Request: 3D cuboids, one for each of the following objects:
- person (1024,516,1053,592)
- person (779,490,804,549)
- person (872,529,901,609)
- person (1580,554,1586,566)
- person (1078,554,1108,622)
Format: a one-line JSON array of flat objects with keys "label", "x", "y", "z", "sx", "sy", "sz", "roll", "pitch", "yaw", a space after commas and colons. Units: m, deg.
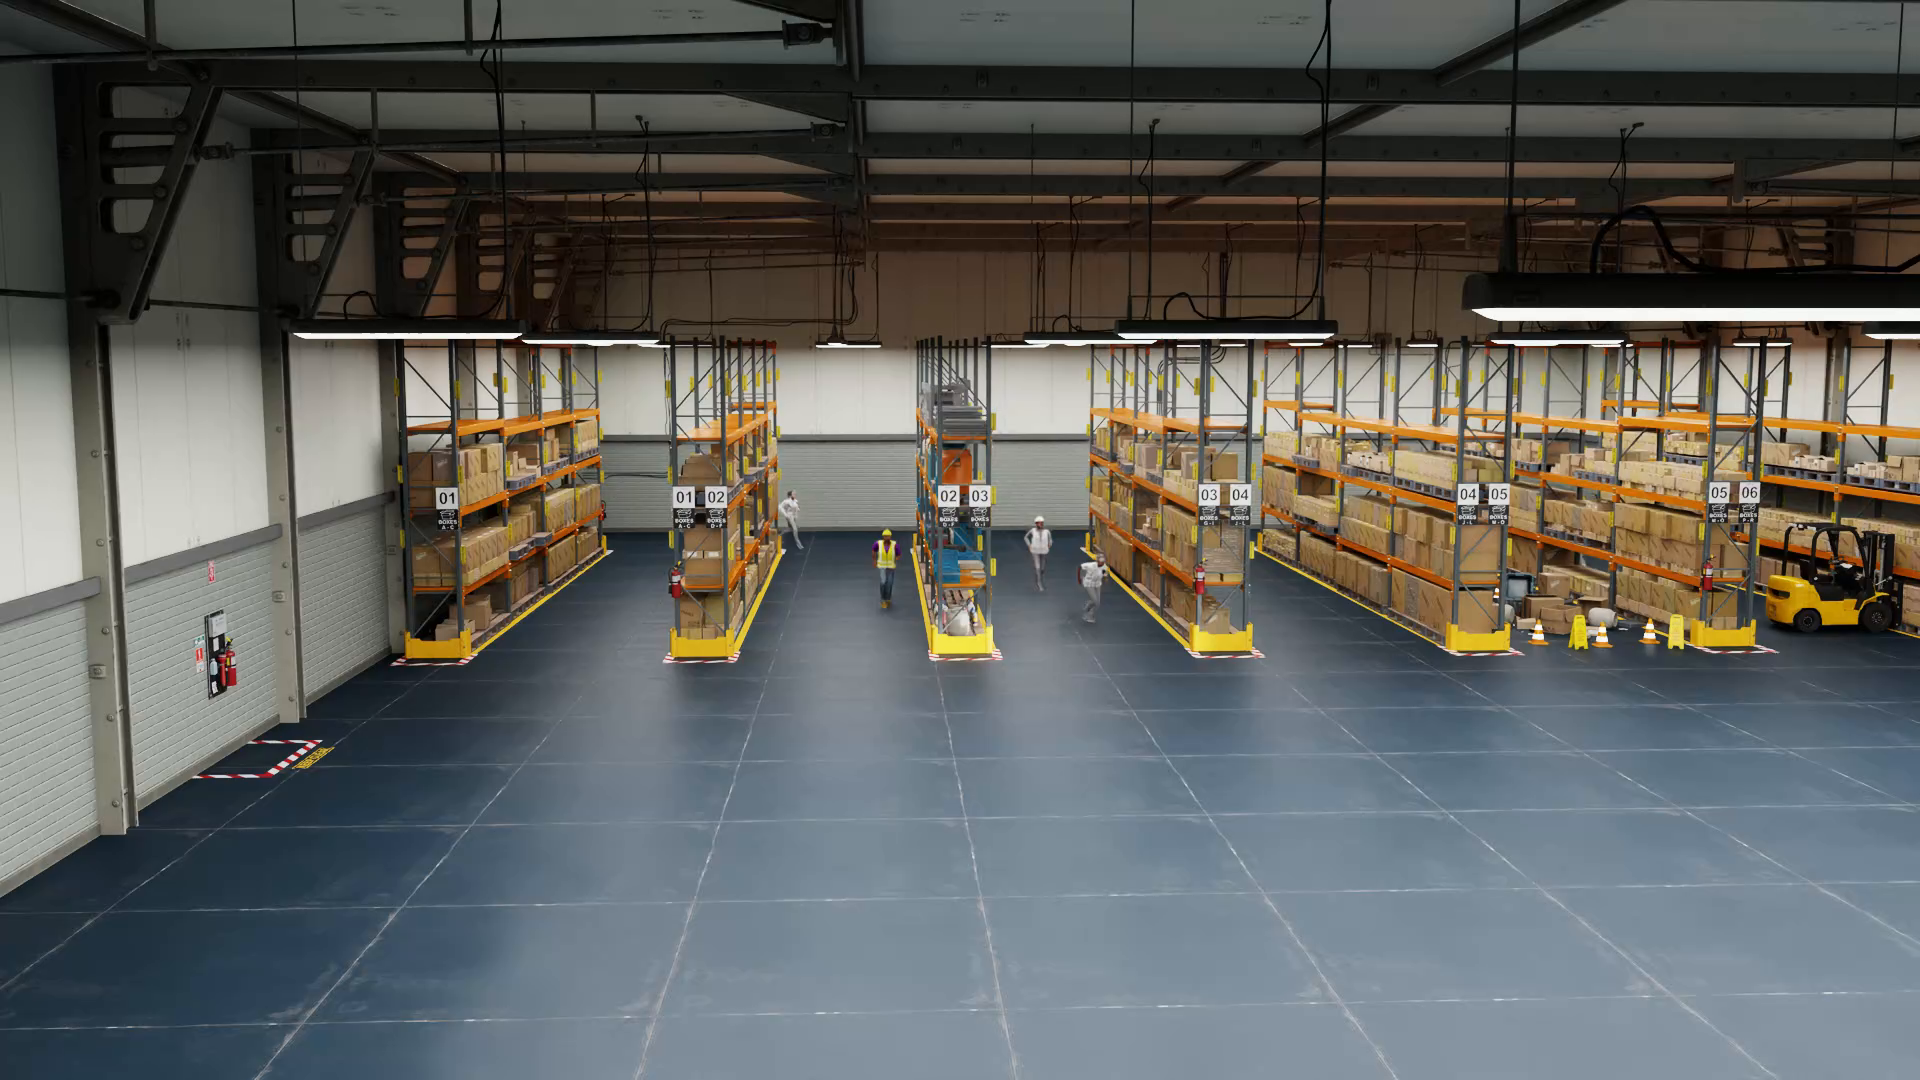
[{"label": "person", "x": 1.901, "y": 0.316, "z": 39.936, "sx": 0.662, "sy": 1.778, "sz": 0.931, "roll": -1, "pitch": 7, "yaw": -11}, {"label": "person", "x": -4.940, "y": -0.611, "z": 48.537, "sx": 1.048, "sy": 1.735, "sz": 0.577, "roll": 4, "pitch": 8, "yaw": 31}, {"label": "person", "x": -1.632, "y": 0.655, "z": 37.184, "sx": 0.626, "sy": 1.813, "sz": 0.865, "roll": -1, "pitch": 7, "yaw": -10}, {"label": "person", "x": 15.806, "y": 0.030, "z": 42.950, "sx": 0.575, "sy": 1.666, "sz": 0.959, "roll": -1, "pitch": 7, "yaw": -7}, {"label": "person", "x": 2.787, "y": 1.017, "z": 34.975, "sx": 0.603, "sy": 1.491, "sz": 0.852, "roll": -3, "pitch": 7, "yaw": -25}]
